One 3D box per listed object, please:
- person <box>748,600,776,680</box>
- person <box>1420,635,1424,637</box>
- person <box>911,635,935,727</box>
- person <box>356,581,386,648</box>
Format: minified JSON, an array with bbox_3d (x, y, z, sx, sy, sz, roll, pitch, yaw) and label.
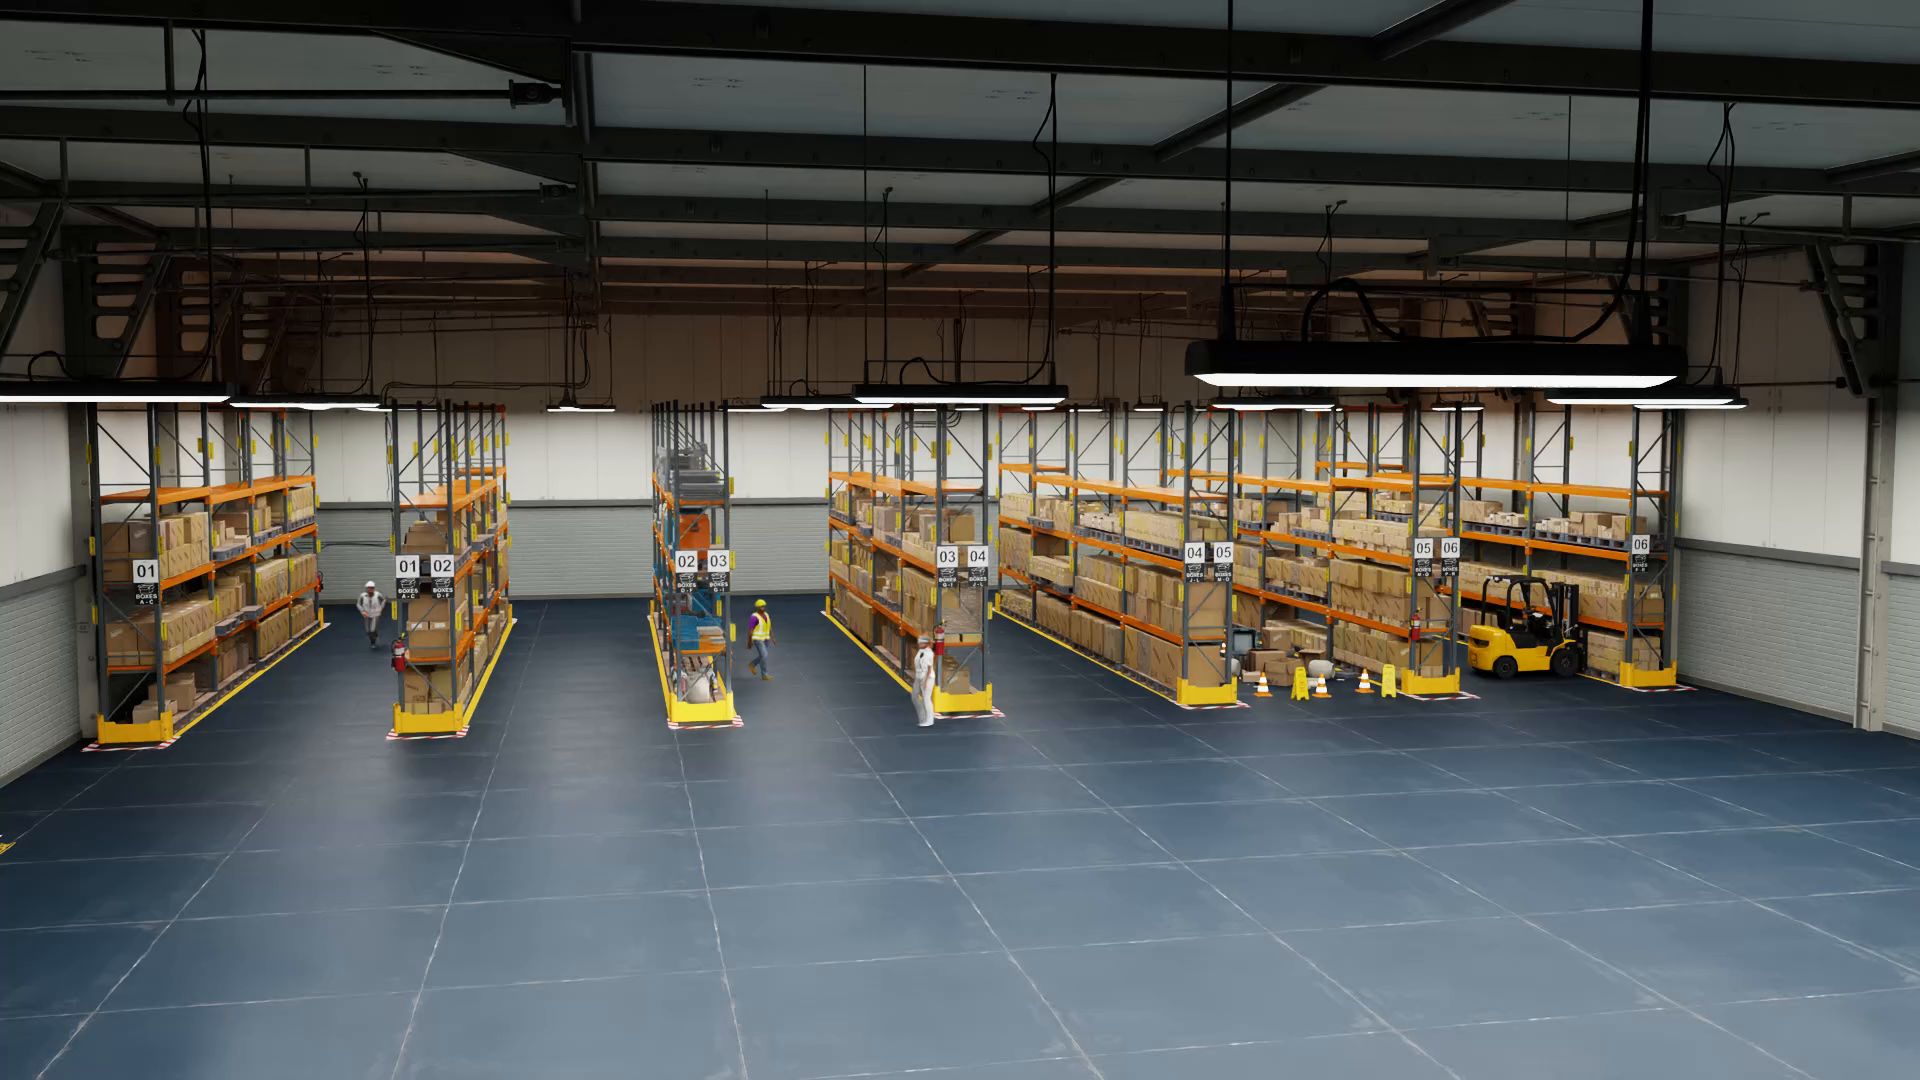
[{"bbox_3d":[-4.324,2.144,35.832,0.849,1.738,0.601,3,5,35],"label":"person"},{"bbox_3d":[10.754,1.989,38.710,0.553,1.652,0.581,-3,5,-36],"label":"person"},{"bbox_3d":[-0.664,2.617,30.533,0.387,1.753,0.514,-2,5,-27],"label":"person"},{"bbox_3d":[-14.355,1.825,40.589,0.616,1.682,0.724,0,4,-1],"label":"person"}]
